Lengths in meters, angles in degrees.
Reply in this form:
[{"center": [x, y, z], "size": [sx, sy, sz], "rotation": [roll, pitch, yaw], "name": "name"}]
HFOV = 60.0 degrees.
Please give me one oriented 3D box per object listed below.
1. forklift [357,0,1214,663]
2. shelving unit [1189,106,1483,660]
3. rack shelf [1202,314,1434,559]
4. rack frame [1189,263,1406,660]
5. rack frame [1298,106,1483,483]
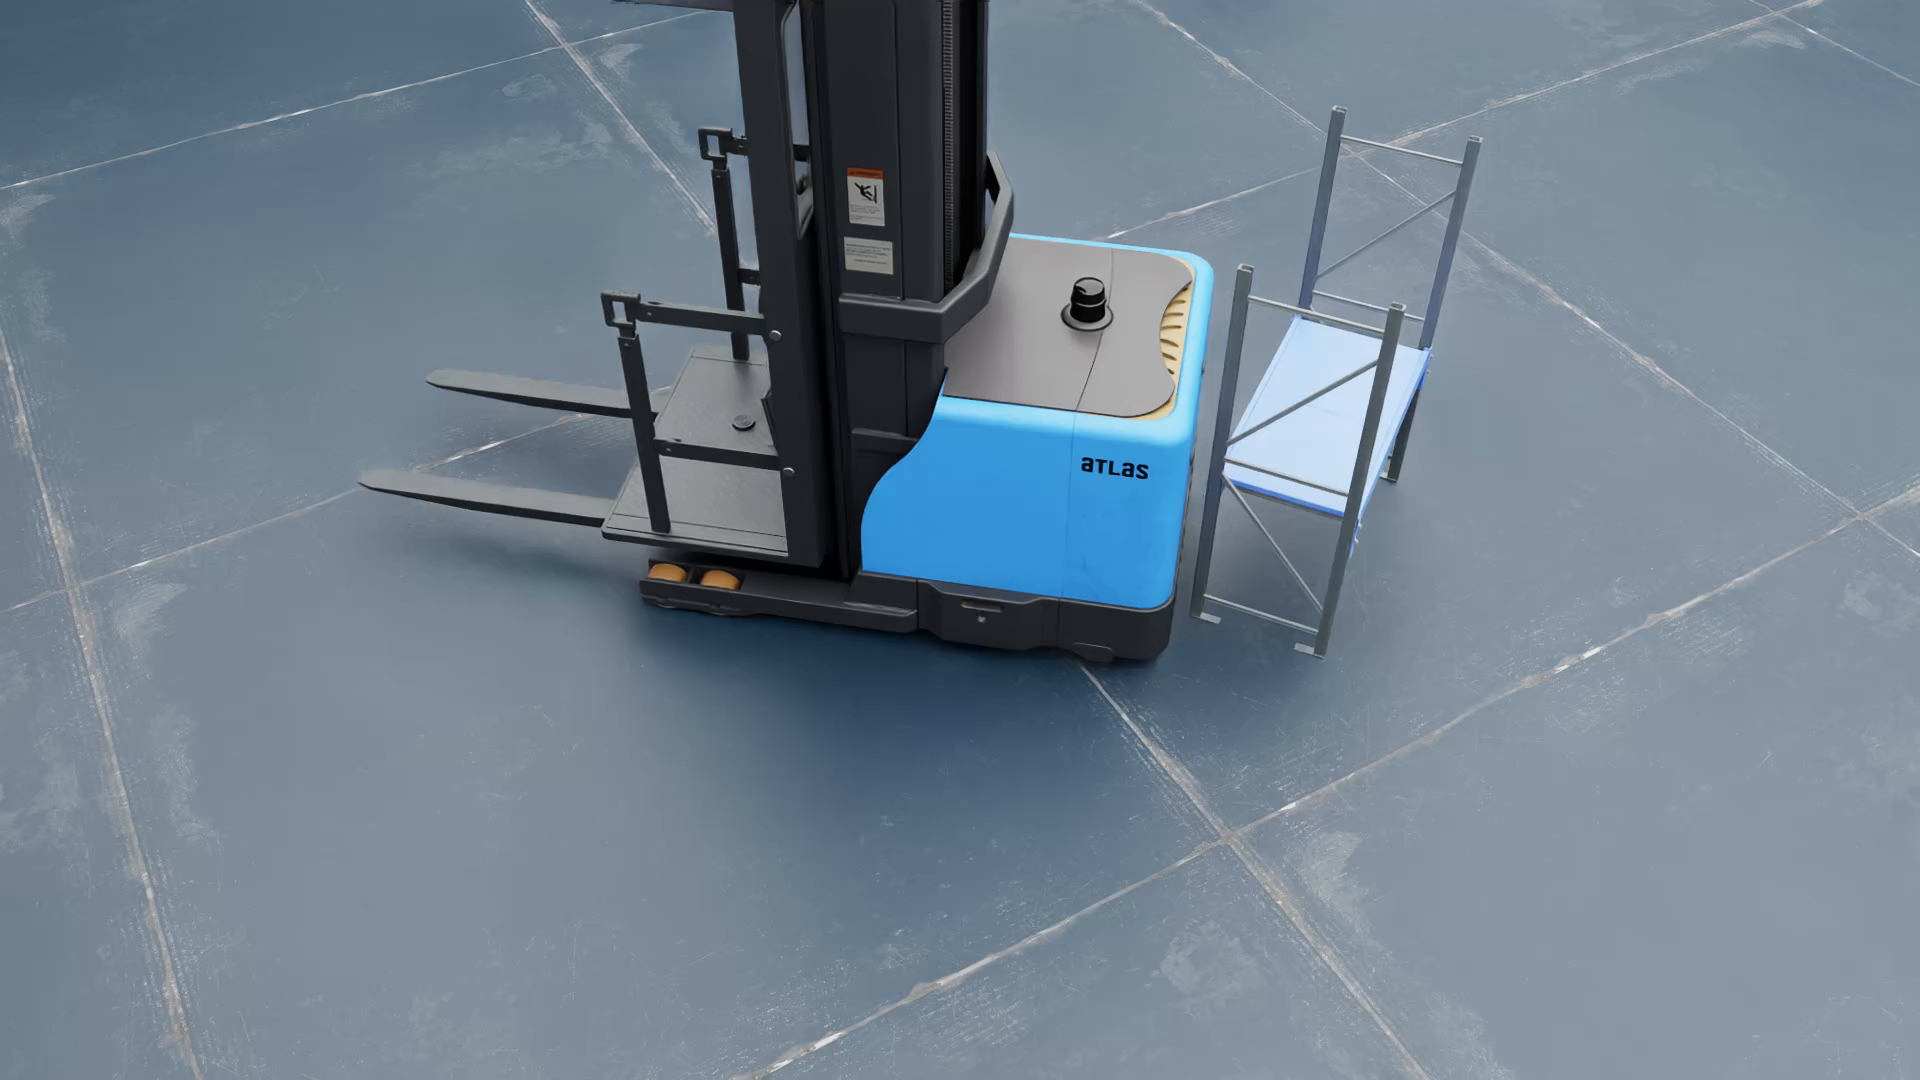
[{"center": [-0.682, -1.134, 5.314], "size": [3.031, 2.935, 1.130], "rotation": [8, 45, 8], "name": "forklift"}, {"center": [1.269, -0.523, 5.712], "size": [0.538, 1.500, 1.048], "rotation": [18, 47, 18], "name": "shelving unit"}, {"center": [1.269, -0.394, 5.837], "size": [0.538, 0.185, 1.000], "rotation": [18, 47, 18], "name": "rack shelf"}, {"center": [1.055, -0.202, 5.381], "size": [0.500, 1.500, 0.032], "rotation": [18, 47, 18], "name": "rack frame"}, {"center": [1.483, -0.844, 6.043], "size": [0.500, 1.500, 0.032], "rotation": [18, 47, 18], "name": "rack frame"}]
